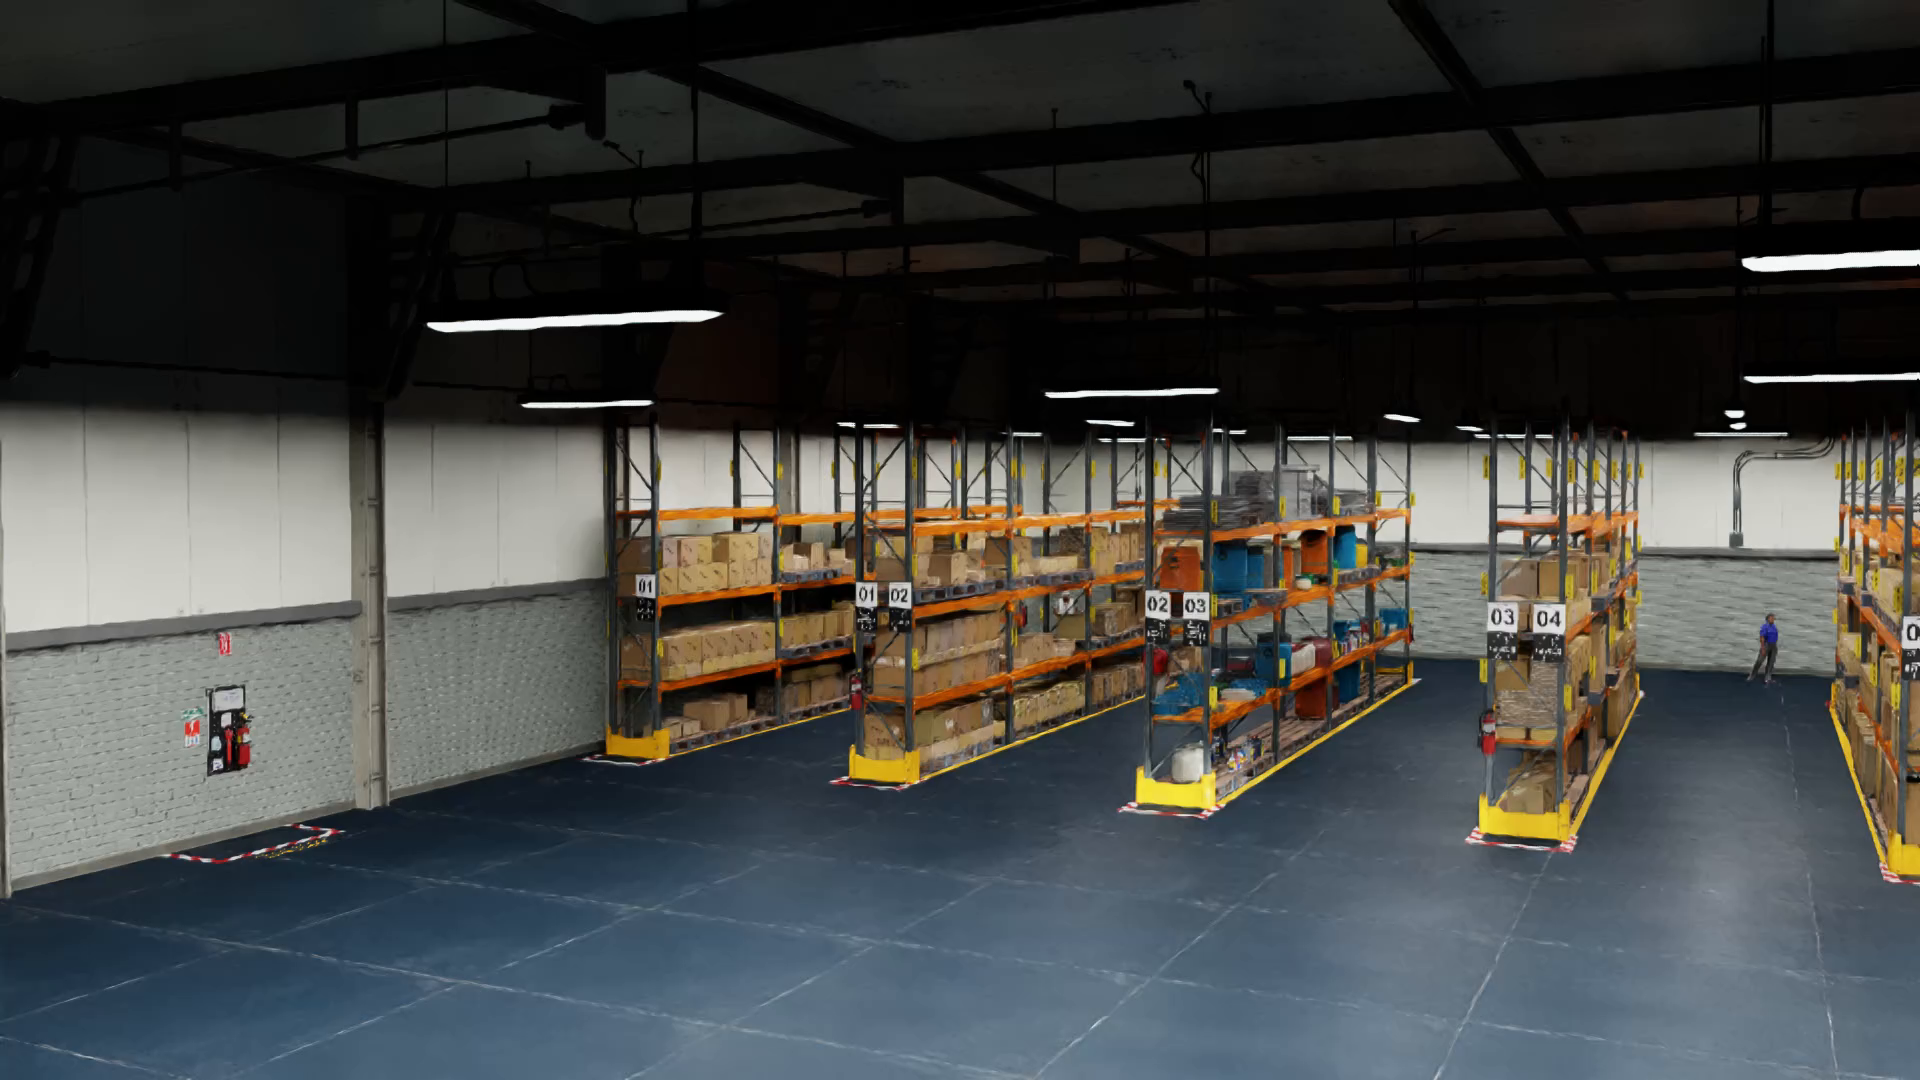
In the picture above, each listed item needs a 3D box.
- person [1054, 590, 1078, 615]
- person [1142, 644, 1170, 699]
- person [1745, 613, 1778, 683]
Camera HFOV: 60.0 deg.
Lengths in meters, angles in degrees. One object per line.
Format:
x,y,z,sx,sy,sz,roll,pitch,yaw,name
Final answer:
2.936,2.197,45.969,0.685,1.702,0.846,0,2,9,person
3.900,2.753,33.363,0.543,1.641,1.115,1,3,24,person
18.900,2.536,39.180,0.658,1.653,0.487,-1,3,-18,person
